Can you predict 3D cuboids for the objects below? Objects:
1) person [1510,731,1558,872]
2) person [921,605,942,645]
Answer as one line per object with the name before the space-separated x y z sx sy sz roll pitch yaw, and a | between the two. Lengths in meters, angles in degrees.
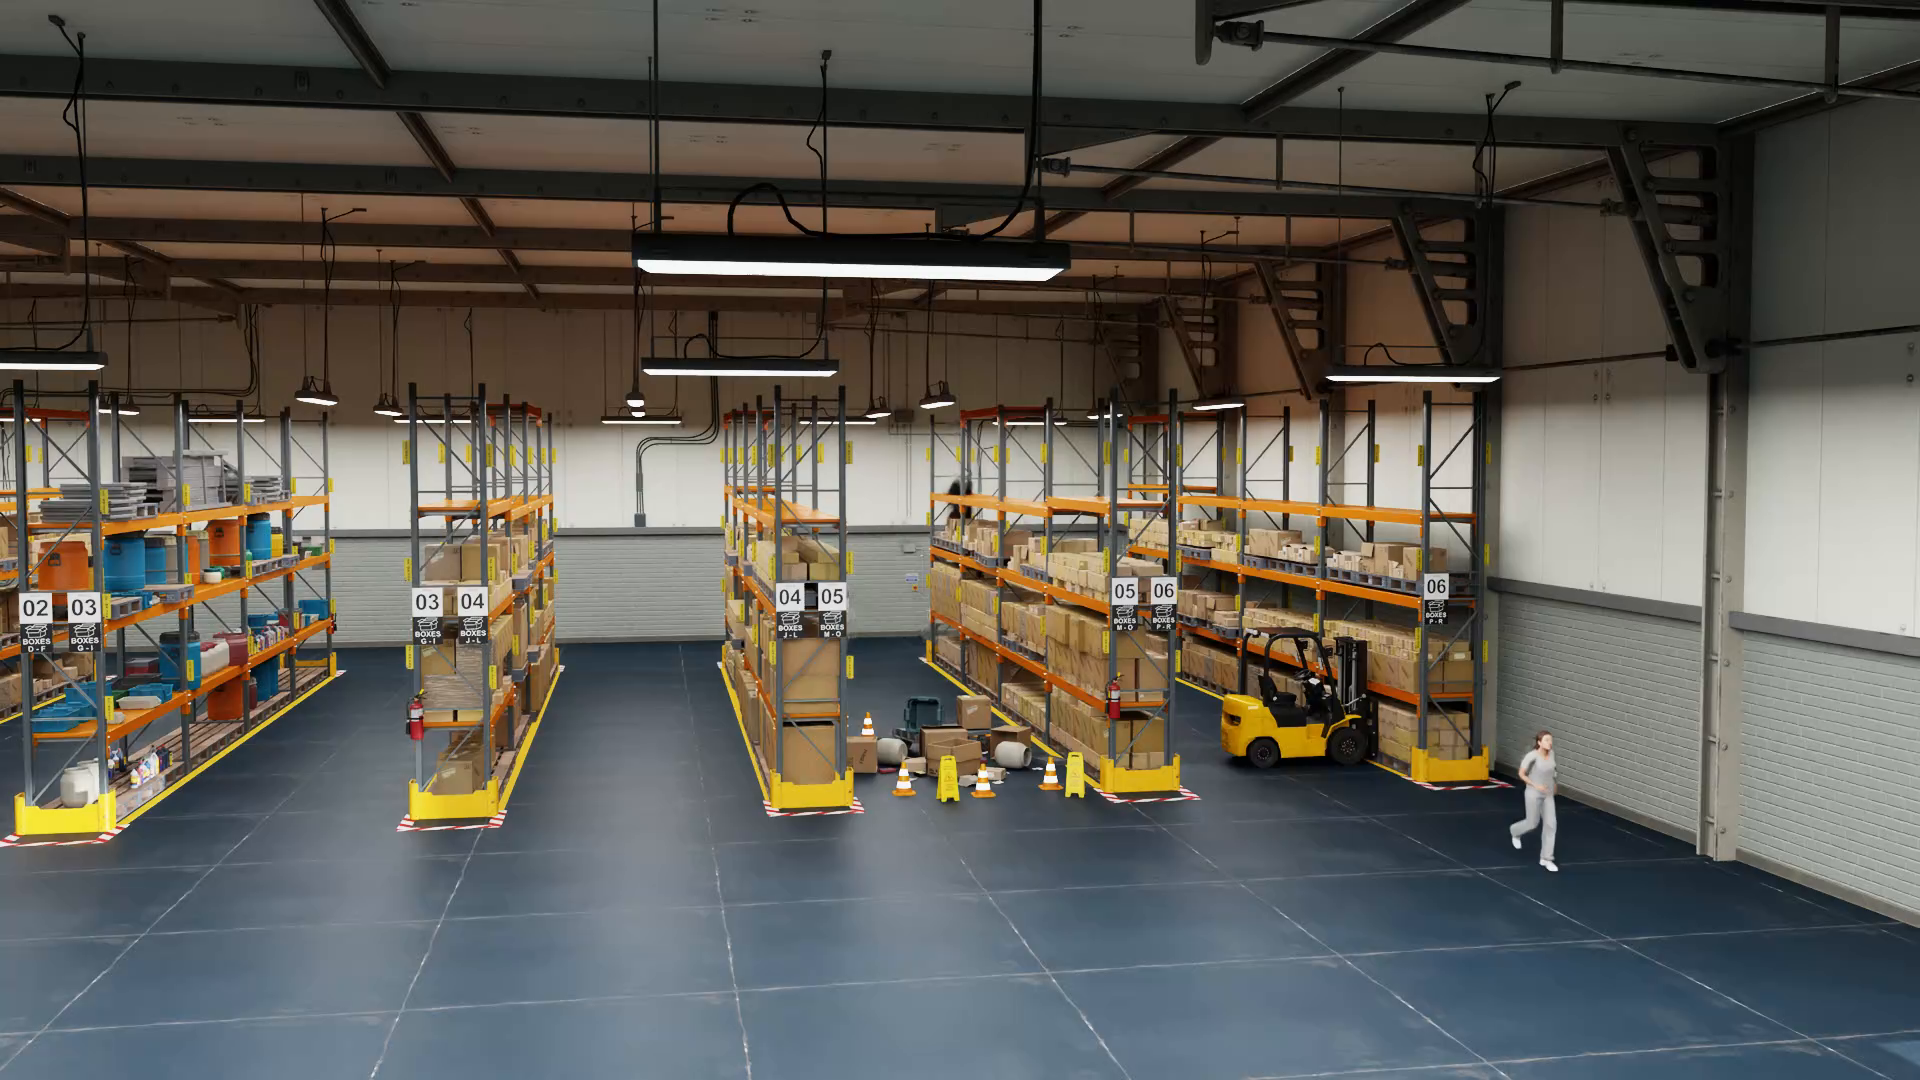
person | 7.084 3.144 20.389 0.588 1.661 0.952 -1 3 -18
person | -0.705 2.029 41.817 0.573 1.717 0.709 1 3 17
